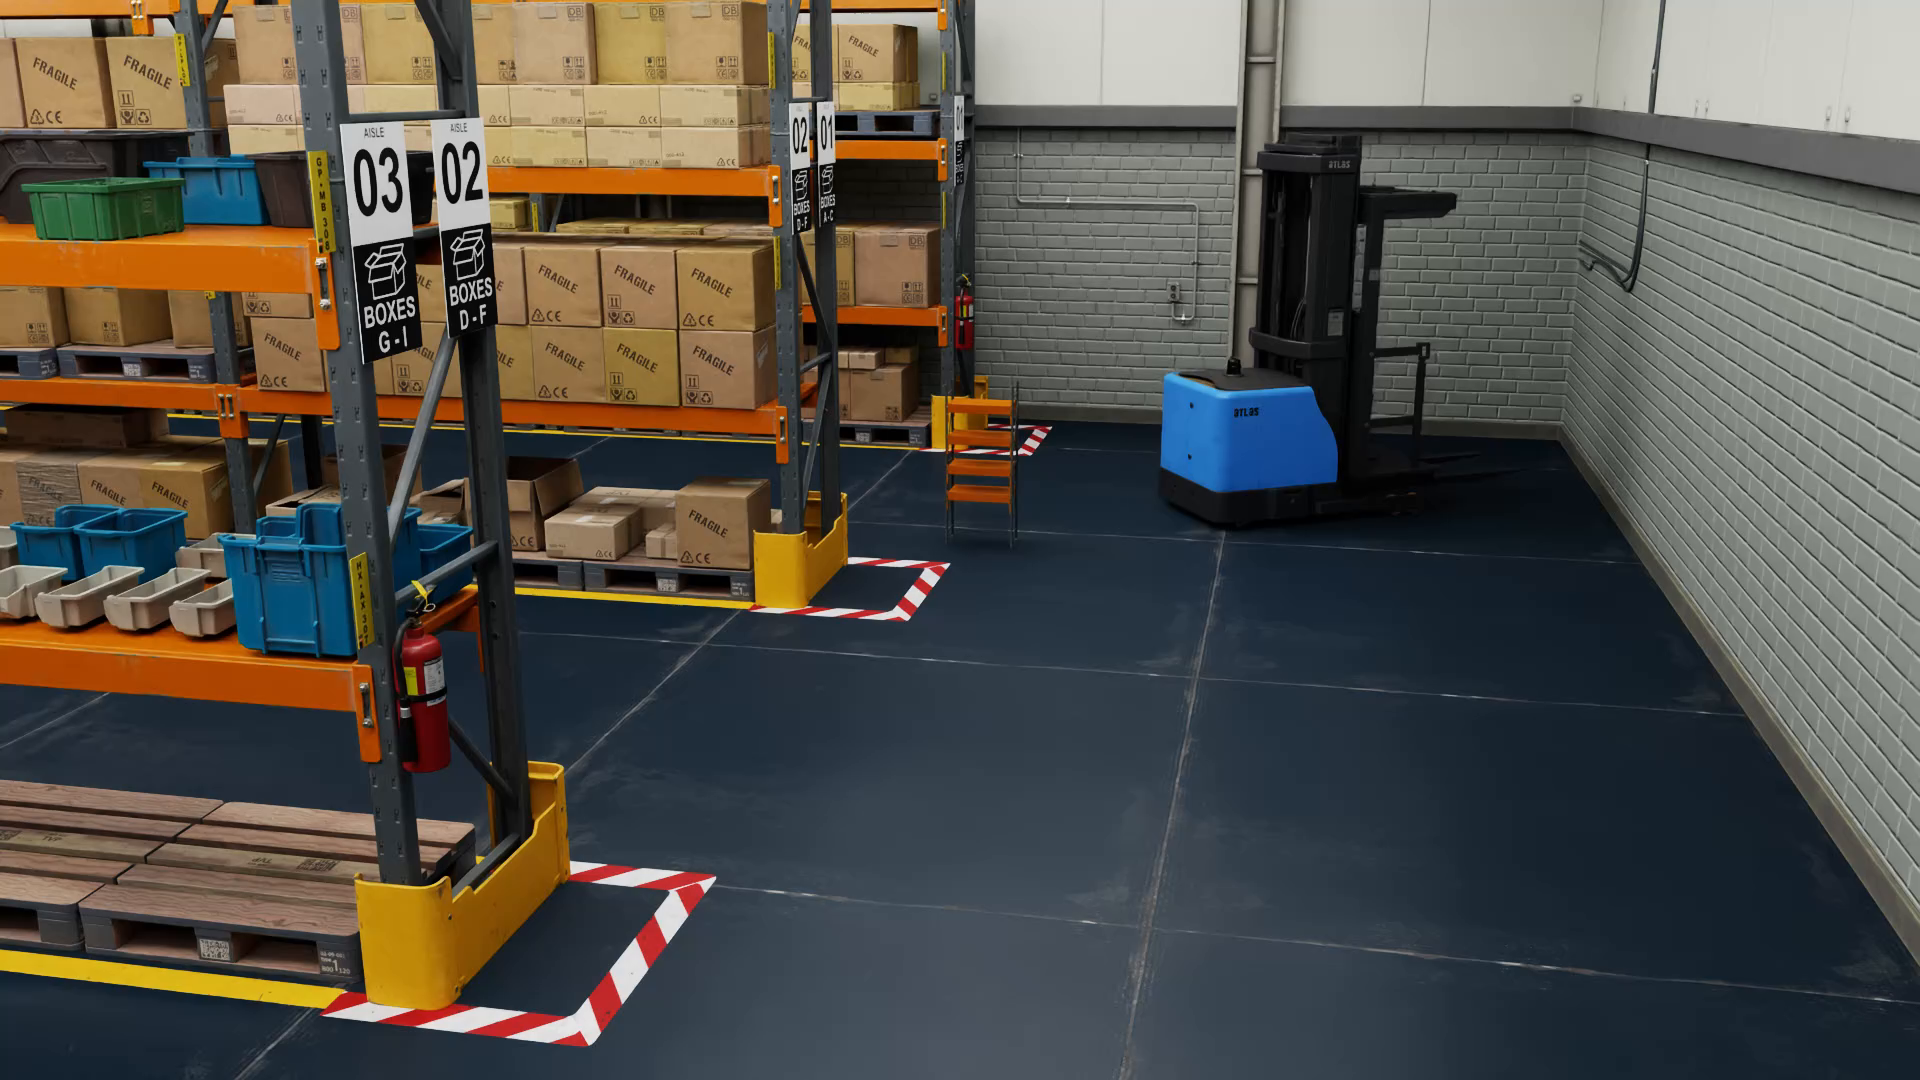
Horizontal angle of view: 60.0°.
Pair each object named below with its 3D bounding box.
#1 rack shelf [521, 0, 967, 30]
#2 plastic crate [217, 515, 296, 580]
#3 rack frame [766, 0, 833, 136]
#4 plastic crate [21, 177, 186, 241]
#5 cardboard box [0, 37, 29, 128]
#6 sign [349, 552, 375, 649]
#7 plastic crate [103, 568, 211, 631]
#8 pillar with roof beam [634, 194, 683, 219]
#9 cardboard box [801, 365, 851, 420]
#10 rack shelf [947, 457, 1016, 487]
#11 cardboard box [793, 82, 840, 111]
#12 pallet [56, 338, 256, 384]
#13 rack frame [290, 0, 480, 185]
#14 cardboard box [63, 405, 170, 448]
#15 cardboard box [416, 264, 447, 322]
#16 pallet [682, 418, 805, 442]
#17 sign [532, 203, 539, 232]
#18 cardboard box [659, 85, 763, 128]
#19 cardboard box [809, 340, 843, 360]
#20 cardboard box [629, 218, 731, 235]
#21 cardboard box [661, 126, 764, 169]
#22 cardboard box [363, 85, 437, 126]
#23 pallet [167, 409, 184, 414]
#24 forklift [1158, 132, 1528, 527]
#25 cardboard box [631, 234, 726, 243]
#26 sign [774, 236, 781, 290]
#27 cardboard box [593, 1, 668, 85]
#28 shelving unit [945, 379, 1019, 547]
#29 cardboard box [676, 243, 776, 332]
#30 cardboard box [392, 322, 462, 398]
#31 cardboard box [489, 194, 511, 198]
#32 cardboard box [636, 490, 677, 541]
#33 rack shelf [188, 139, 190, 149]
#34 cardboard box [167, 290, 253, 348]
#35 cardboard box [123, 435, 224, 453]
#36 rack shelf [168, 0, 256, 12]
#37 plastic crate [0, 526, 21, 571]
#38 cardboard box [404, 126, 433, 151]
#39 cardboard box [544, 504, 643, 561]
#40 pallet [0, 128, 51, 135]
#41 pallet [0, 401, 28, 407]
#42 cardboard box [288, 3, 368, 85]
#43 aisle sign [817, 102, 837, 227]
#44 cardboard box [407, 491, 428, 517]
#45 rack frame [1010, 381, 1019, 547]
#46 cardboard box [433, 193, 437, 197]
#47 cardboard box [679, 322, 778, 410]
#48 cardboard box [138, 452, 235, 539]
[{"bbox_3d":[-1.976,-4.903,15.432,4.000,0.370,1.077,3,16,11],"label":"rack shelf"},{"bbox_3d":[-2.812,0.064,6.843,0.300,0.233,0.416,3,16,11],"label":"plastic crate"},{"bbox_3d":[-1.000,-4.040,10.220,0.127,3.000,1.000,3,16,11],"label":"rack frame"},{"bbox_3d":[-3.014,-1.175,5.891,0.336,0.188,0.450,3,16,11],"label":"plastic crate"},{"bbox_3d":[-6.706,-3.222,11.726,0.600,0.600,0.600,2,16,9],"label":"cardboard box"},{"bbox_3d":[-2.084,0.213,5.799,0.005,0.325,0.100,3,16,11],"label":"sign"},{"bbox_3d":[-3.107,0.230,6.426,0.243,0.136,0.396,3,16,11],"label":"plastic crate"},{"bbox_3d":[-3.936,-4.612,12.284,0.400,9.000,9.100,3,16,11],"label":"pillar with roof beam"},{"bbox_3d":[-1.213,-1.480,16.113,0.500,0.500,0.700,3,16,11],"label":"cardboard box"},{"bbox_3d":[0.162,-0.505,12.318,0.480,0.148,0.258,3,16,11],"label":"rack shelf"},{"bbox_3d":[-1.297,-4.066,15.239,0.500,0.250,0.500,3,16,9],"label":"cardboard box"},{"bbox_3d":[-5.681,-1.340,12.071,1.213,0.211,1.003,3,16,11],"label":"pallet"},{"bbox_3d":[-1.991,-2.745,5.543,0.127,3.000,1.000,3,16,11],"label":"rack frame"},{"bbox_3d":[-6.325,-0.873,12.479,0.500,0.250,0.500,3,16,11],"label":"cardboard box"},{"bbox_3d":[-3.505,-1.738,11.088,0.500,0.500,0.500,3,16,9],"label":"cardboard box"},{"bbox_3d":[-2.008,-1.189,16.388,1.213,0.211,1.003,3,16,11],"label":"pallet"},{"bbox_3d":[-4.035,-3.035,15.810,0.005,0.325,0.100,3,16,11],"label":"sign"},{"bbox_3d":[-1.554,-2.724,10.432,0.500,0.250,0.500,3,16,11],"label":"cardboard box"},{"bbox_3d":[-1.302,-1.852,16.241,0.250,0.149,0.380,3,16,12],"label":"cardboard box"},{"bbox_3d":[-2.694,-2.729,16.163,0.700,0.700,0.980,3,16,10],"label":"cardboard box"},{"bbox_3d":[-1.556,-2.481,10.490,0.500,0.250,0.500,3,16,11],"label":"cardboard box"},{"bbox_3d":[-3.515,-2.829,10.813,0.500,0.250,0.500,3,16,11],"label":"cardboard box"},{"bbox_3d":[-8.622,-1.569,17.760,1.213,0.211,1.003,3,16,11],"label":"pallet"},{"bbox_3d":[3.185,-1.734,13.263,3.031,2.935,1.130,-6,16,-20],"label":"forklift"},{"bbox_3d":[-1.896,-1.797,11.302,0.500,0.500,0.500,3,16,12],"label":"cardboard box"},{"bbox_3d":[-1.130,-1.715,10.304,0.005,0.325,0.100,3,16,11],"label":"sign"},{"bbox_3d":[-1.980,-3.196,10.733,0.500,0.500,0.700,3,16,11],"label":"cardboard box"},{"bbox_3d":[0.162,-0.569,12.300,0.503,1.200,0.258,3,16,11],"label":"shelving unit"},{"bbox_3d":[-1.491,-1.631,10.700,0.500,0.500,0.500,3,16,11],"label":"cardboard box"},{"bbox_3d":[-3.482,-1.258,11.227,0.500,0.500,0.500,3,16,11],"label":"cardboard box"},{"bbox_3d":[-4.849,-3.339,16.741,0.500,0.250,0.500,3,16,12],"label":"cardboard box"},{"bbox_3d":[-1.966,-0.166,11.798,0.500,0.250,0.500,3,16,11],"label":"cardboard box"},{"bbox_3d":[-5.896,-3.863,16.548,4.000,0.370,1.077,3,16,11],"label":"rack shelf"},{"bbox_3d":[-5.339,-1.696,12.022,0.500,0.500,0.700,-2,16,-8],"label":"cardboard box"},{"bbox_3d":[-5.870,-0.484,12.479,0.500,0.500,0.500,3,16,12],"label":"cardboard box"},{"bbox_3d":[-6.880,-3.820,11.522,4.000,0.370,1.077,3,16,11],"label":"rack shelf"},{"bbox_3d":[-4.144,0.046,7.089,0.466,0.136,0.293,3,16,11],"label":"plastic crate"},{"bbox_3d":[-3.514,-2.590,10.884,0.500,0.250,0.500,3,16,11],"label":"cardboard box"},{"bbox_3d":[-2.507,-0.059,11.412,0.500,0.250,0.500,3,16,11],"label":"cardboard box"},{"bbox_3d":[-6.562,-2.824,11.802,1.003,0.211,1.213,3,16,11],"label":"pallet"},{"bbox_3d":[-9.813,-1.634,17.996,1.213,0.211,1.003,3,16,11],"label":"pallet"},{"bbox_3d":[-3.974,-3.258,10.955,0.500,0.500,0.700,3,16,11],"label":"cardboard box"},{"bbox_3d":[-0.875,-2.475,10.938,0.004,0.787,0.394,3,16,11],"label":"aisle sign"},{"bbox_3d":[-3.925,-0.240,12.254,0.250,0.149,0.380,3,16,11],"label":"cardboard box"},{"bbox_3d":[0.401,-0.556,12.253,0.015,1.200,0.240,3,16,11],"label":"rack frame"},{"bbox_3d":[-5.341,-3.364,16.832,0.500,0.250,0.500,3,16,9],"label":"cardboard box"},{"bbox_3d":[-1.493,-1.150,10.837,0.500,0.500,0.500,4,16,13],"label":"cardboard box"},{"bbox_3d":[-5.460,-0.320,11.888,0.500,0.500,0.500,3,16,11],"label":"cardboard box"}]
